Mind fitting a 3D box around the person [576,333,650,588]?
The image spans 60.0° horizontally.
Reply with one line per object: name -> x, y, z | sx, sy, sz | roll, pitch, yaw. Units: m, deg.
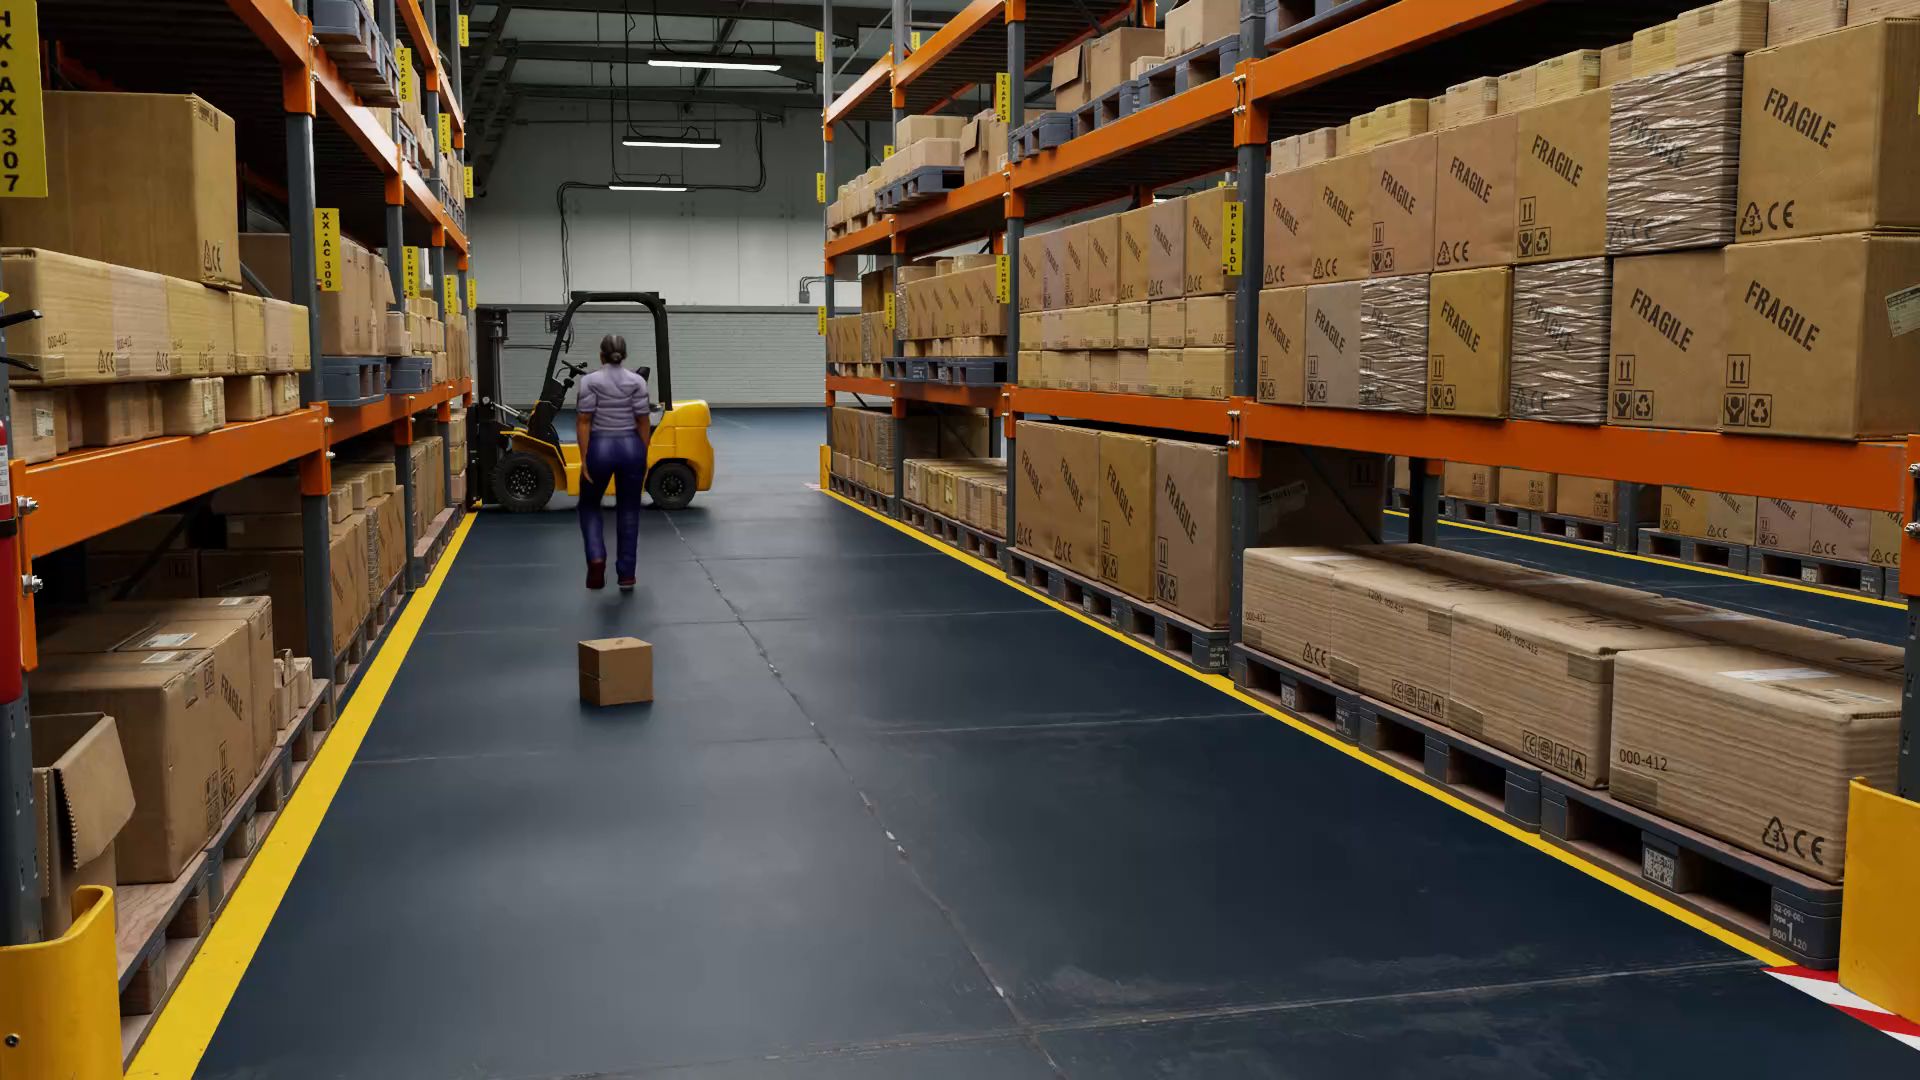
person -> -2.261, -0.502, 10.849 | 0.475, 1.680, 0.440 | -2, 6, -15
